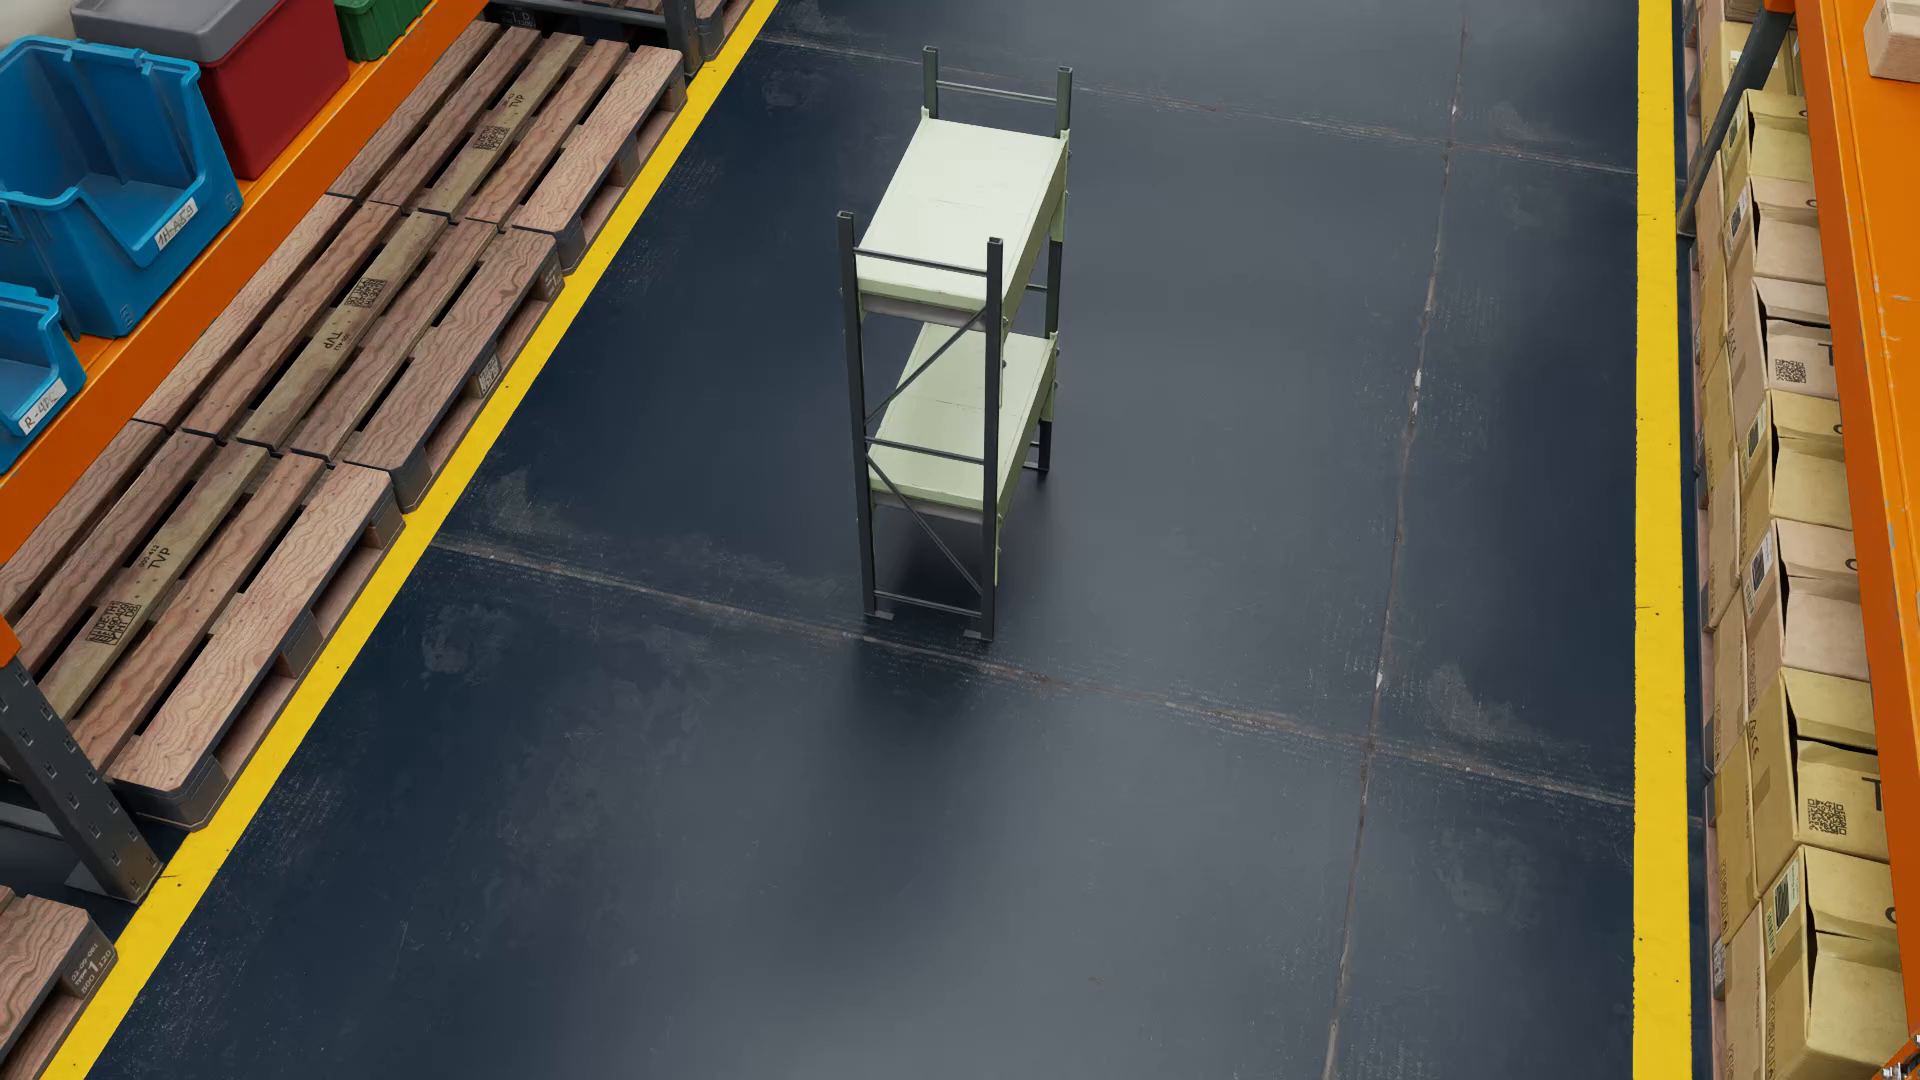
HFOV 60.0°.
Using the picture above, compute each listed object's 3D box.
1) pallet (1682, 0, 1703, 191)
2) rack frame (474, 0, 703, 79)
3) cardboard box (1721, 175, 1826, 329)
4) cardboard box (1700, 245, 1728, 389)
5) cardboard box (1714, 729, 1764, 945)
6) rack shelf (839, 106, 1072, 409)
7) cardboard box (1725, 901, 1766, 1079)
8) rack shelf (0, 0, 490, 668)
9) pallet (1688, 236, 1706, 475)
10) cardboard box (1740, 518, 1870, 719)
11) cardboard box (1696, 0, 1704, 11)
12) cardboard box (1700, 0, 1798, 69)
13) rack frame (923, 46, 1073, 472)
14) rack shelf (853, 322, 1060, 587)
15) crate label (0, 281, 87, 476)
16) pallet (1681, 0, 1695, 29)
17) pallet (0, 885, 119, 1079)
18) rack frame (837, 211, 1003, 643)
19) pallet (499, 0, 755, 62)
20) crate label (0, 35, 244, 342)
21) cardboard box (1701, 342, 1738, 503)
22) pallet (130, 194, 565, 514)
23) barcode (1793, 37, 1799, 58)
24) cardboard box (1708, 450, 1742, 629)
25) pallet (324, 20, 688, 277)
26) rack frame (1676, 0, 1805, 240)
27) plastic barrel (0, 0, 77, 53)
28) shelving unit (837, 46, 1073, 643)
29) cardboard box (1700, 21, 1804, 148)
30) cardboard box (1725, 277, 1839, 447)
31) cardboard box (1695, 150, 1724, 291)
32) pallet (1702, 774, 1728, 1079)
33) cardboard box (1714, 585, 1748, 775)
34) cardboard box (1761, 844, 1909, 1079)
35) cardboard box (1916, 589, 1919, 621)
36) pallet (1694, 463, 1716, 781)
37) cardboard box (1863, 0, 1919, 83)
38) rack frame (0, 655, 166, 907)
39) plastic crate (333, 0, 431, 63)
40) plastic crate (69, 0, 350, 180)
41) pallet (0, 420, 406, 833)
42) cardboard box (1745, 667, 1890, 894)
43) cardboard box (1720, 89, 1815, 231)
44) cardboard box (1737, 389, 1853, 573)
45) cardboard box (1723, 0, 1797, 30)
[{"bbox_3d":[3.444,-1.726,6.632,1.003,0.211,1.213,12,50,10],"label":"pallet"},{"bbox_3d":[-1.584,-3.061,5.951,1.000,3.000,0.127,12,50,10],"label":"rack frame"},{"bbox_3d":[2.708,-0.885,5.210,0.500,0.311,0.500,11,49,10],"label":"cardboard box"},{"bbox_3d":[2.713,-0.698,5.419,0.500,0.250,0.500,13,50,11],"label":"cardboard box"},{"bbox_3d":[2.176,0.781,4.114,0.500,0.250,0.500,11,49,10],"label":"cardboard box"},{"bbox_3d":[0.002,-0.759,4.399,0.431,0.370,0.720,12,50,10],"label":"rack shelf"},{"bbox_3d":[2.044,1.154,3.785,0.500,0.250,0.500,13,50,11],"label":"cardboard box"},{"bbox_3d":[-2.110,-1.377,4.944,1.077,0.370,4.000,12,50,10],"label":"rack shelf"},{"bbox_3d":[3.038,-0.618,5.655,1.003,0.211,1.213,12,50,10],"label":"pallet"},{"bbox_3d":[2.307,0.228,4.228,0.500,0.311,0.500,11,50,10],"label":"cardboard box"},{"bbox_3d":[3.364,-2.413,6.933,0.500,0.250,0.500,12,50,10],"label":"cardboard box"},{"bbox_3d":[3.246,-2.049,6.611,0.500,0.250,0.500,12,50,10],"label":"cardboard box"},{"bbox_3d":[0.098,-0.766,4.926,0.400,1.500,0.023,12,50,10],"label":"rack frame"},{"bbox_3d":[0.002,-0.285,4.936,0.431,0.370,0.720,12,50,10],"label":"rack shelf"},{"bbox_3d":[-2.164,-0.344,3.664,0.303,0.233,0.416,12,50,10],"label":"crate label"},{"bbox_3d":[3.763,-2.611,7.413,1.003,0.211,1.213,12,50,10],"label":"pallet"},{"bbox_3d":[-2.804,1.333,3.933,1.003,0.211,1.213,12,50,10],"label":"pallet"},{"bbox_3d":[-0.095,-0.236,4.458,0.400,1.500,0.023,12,50,10],"label":"rack frame"},{"bbox_3d":[-1.367,-2.616,7.418,1.003,0.211,1.213,12,50,10],"label":"pallet"},{"bbox_3d":[-2.114,-0.845,3.972,0.502,0.435,0.616,12,50,10],"label":"crate label"},{"bbox_3d":[2.579,-0.323,5.088,0.500,0.250,0.500,10,49,9],"label":"cardboard box"},{"bbox_3d":[-2.072,-0.678,5.707,1.003,0.211,1.213,12,50,10],"label":"pallet"},{"bbox_3d":[2.725,-1.615,5.408,0.001,0.075,0.075,12,50,10],"label":"barcode"},{"bbox_3d":[2.444,0.045,4.764,0.500,0.250,0.500,12,50,11],"label":"cardboard box"},{"bbox_3d":[-1.753,-1.563,6.489,1.003,0.211,1.213,12,50,10],"label":"pallet"},{"bbox_3d":[3.194,-2.081,5.086,1.000,3.000,0.127,12,50,10],"label":"rack frame"},{"bbox_3d":[-2.461,-1.296,4.319,0.421,0.512,0.421,0,49,0],"label":"plastic barrel"},{"bbox_3d":[0.002,-0.501,4.692,0.431,1.500,0.755,12,50,10],"label":"shelving unit"},{"bbox_3d":[3.105,-1.689,6.294,0.500,0.250,0.500,12,50,10],"label":"cardboard box"},{"bbox_3d":[2.573,-0.511,4.880,0.500,0.311,0.500,10,49,9],"label":"cardboard box"},{"bbox_3d":[2.849,-1.068,5.745,0.500,0.250,0.500,10,49,9],"label":"cardboard box"},{"bbox_3d":[2.395,1.147,4.097,1.003,0.211,1.213,12,50,10],"label":"pallet"},{"bbox_3d":[2.312,0.418,4.435,0.500,0.250,0.500,13,50,11],"label":"cardboard box"},{"bbox_3d":[2.041,0.970,3.573,0.500,0.311,0.500,13,50,11],"label":"cardboard box"},{"bbox_3d":[2.111,0.190,3.249,0.380,0.149,0.250,12,50,10],"label":"cardboard box"},{"bbox_3d":[2.718,0.267,4.873,1.003,0.211,1.213,12,50,10],"label":"pallet"},{"bbox_3d":[2.763,-1.398,4.650,0.380,0.149,0.250,12,50,10],"label":"cardboard box"},{"bbox_3d":[-2.637,-0.168,3.398,1.000,3.000,0.127,12,50,10],"label":"rack frame"},{"bbox_3d":[-1.770,-1.676,4.870,0.450,0.188,0.662,12,50,10],"label":"plastic crate"},{"bbox_3d":[-1.916,-1.298,4.352,0.402,0.464,0.583,12,50,10],"label":"plastic crate"},{"bbox_3d":[-2.395,0.202,4.931,1.003,0.211,1.213,12,50,10],"label":"pallet"},{"bbox_3d":[2.172,0.593,3.906,0.500,0.311,0.500,11,49,9],"label":"cardboard box"},{"bbox_3d":[2.845,-1.246,5.529,0.500,0.311,0.500,12,50,10],"label":"cardboard box"},{"bbox_3d":[2.441,-0.134,4.547,0.500,0.311,0.500,13,50,11],"label":"cardboard box"},{"bbox_3d":[3.248,-2.296,6.330,0.500,0.500,0.500,12,50,10],"label":"cardboard box"}]
